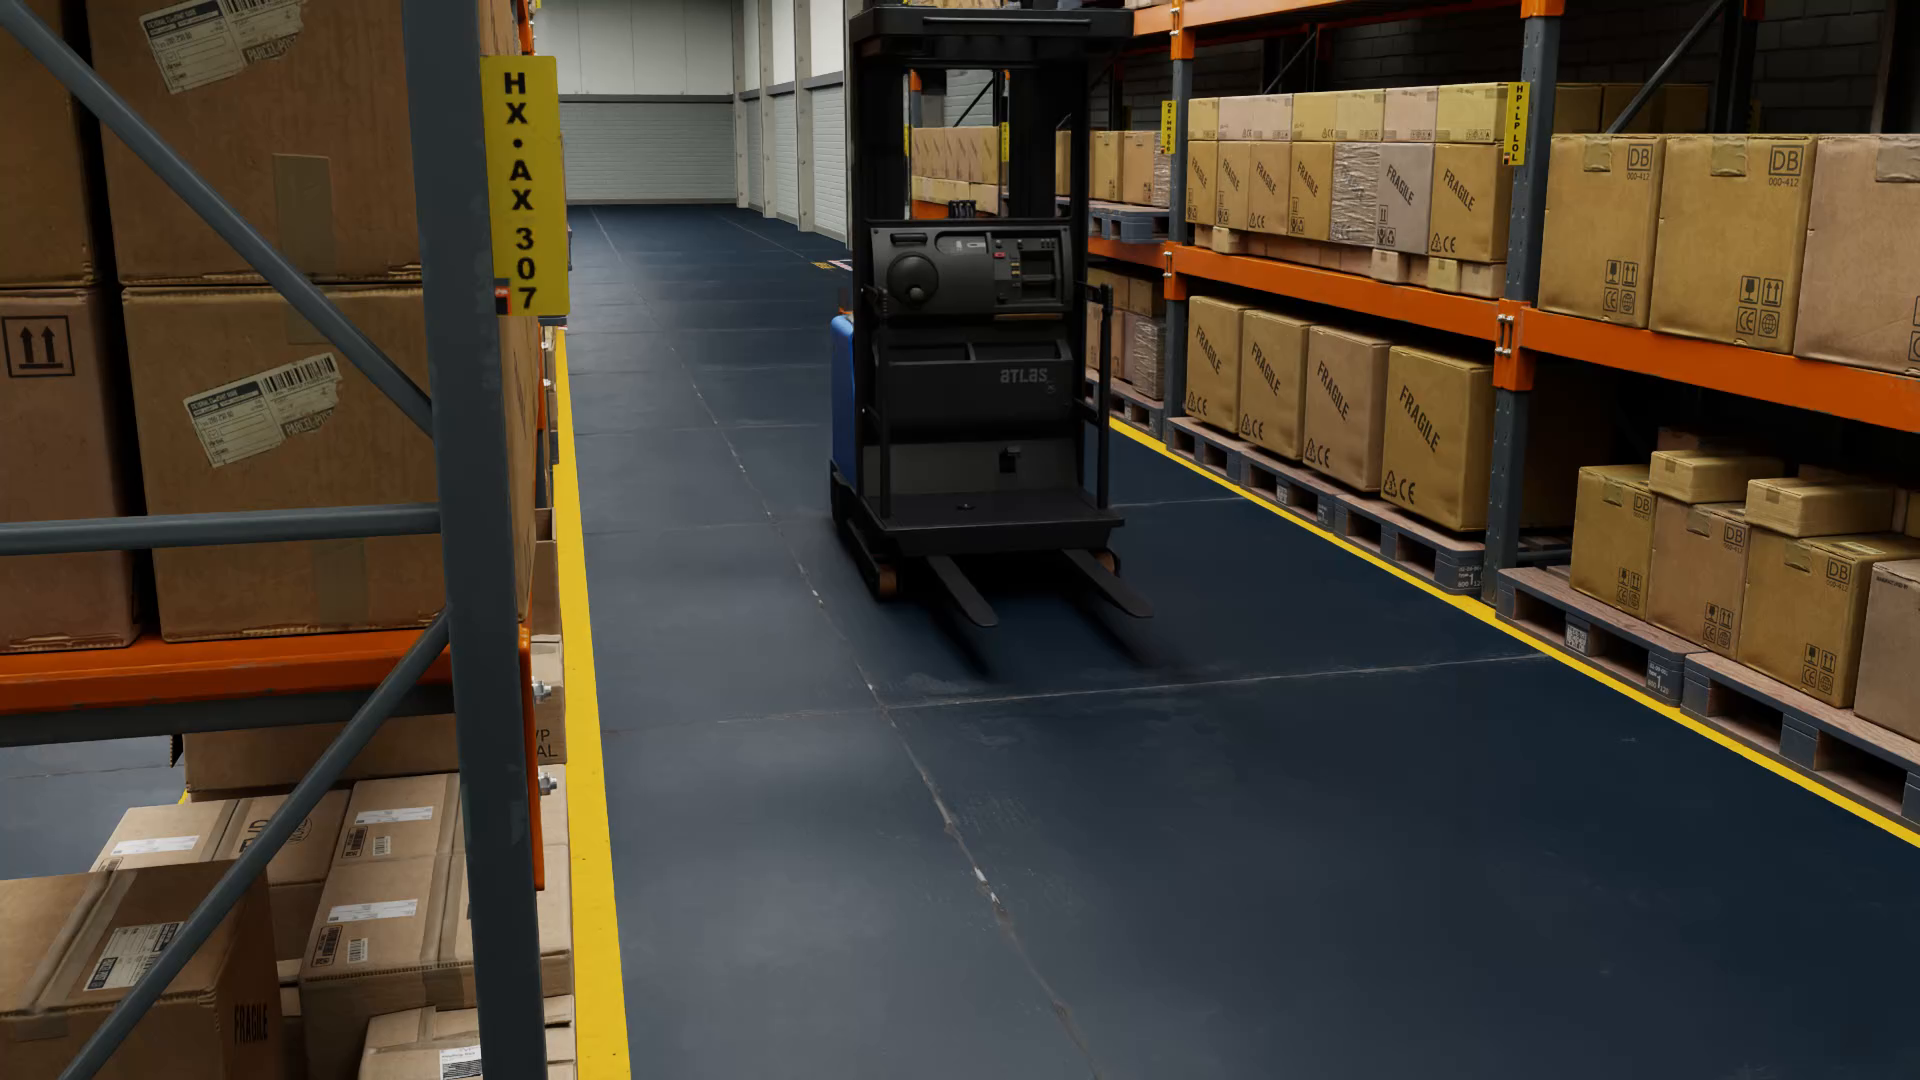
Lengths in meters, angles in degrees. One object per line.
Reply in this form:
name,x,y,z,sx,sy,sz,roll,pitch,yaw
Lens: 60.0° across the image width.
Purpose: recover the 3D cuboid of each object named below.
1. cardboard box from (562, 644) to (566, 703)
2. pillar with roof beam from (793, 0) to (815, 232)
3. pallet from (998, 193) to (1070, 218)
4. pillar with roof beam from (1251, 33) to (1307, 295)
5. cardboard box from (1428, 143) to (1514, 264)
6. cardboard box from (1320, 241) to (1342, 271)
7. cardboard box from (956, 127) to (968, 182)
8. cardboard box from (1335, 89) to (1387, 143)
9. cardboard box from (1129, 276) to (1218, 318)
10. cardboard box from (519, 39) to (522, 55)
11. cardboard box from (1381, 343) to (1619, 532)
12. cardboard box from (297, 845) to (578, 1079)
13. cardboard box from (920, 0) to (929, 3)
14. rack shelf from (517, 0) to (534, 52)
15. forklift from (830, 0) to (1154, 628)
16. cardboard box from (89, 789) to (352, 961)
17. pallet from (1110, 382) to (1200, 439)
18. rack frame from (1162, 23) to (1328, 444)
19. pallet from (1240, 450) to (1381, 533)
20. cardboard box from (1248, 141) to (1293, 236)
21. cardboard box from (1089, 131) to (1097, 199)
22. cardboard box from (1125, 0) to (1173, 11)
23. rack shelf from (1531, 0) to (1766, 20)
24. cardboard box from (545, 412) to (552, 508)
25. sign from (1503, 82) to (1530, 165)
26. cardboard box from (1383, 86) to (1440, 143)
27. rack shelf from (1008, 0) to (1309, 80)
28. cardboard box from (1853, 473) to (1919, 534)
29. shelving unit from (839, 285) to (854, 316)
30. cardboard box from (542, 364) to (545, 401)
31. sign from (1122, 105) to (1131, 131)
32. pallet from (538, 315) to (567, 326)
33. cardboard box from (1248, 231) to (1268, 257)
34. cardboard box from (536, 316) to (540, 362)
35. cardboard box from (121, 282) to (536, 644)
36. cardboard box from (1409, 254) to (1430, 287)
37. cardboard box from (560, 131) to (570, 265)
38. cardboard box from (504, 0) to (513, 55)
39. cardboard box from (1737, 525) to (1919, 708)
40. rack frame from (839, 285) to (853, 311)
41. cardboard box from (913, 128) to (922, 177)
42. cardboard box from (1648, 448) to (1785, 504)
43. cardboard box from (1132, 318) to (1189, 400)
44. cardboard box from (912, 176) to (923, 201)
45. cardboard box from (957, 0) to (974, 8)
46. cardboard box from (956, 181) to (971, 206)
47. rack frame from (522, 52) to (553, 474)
cardboard box,-1.470,0.448,5.354,0.380,0.149,0.250,-3,14,-13
pillar with roof beam,-7.436,-10.681,33.186,9.100,9.000,0.400,-3,14,-13
pallet,0.948,-2.767,13.838,1.003,0.211,1.213,-3,14,-13
pillar with roof beam,-1.800,-5.144,10.523,9.100,9.000,0.400,-3,14,-13
cardboard box,2.435,-1.495,7.344,0.500,0.500,0.500,-4,14,-14
cardboard box,2.127,-1.507,8.761,0.380,0.149,0.250,-3,14,-11
cardboard box,0.268,-3.669,15.820,0.500,0.500,0.500,-4,14,-15
cardboard box,2.200,-2.096,8.226,0.500,0.250,0.500,-3,14,-12
cardboard box,1.557,-1.784,12.169,0.500,0.250,0.500,-3,14,-12
cardboard box,-1.655,-1.354,5.333,0.500,0.500,0.500,-3,14,-13
cardboard box,2.510,-0.502,7.805,0.750,0.750,0.750,-3,14,-13
cardboard box,-1.056,0.866,3.429,0.500,0.250,0.500,-3,14,-13
cardboard box,-0.106,-5.748,16.953,0.500,0.500,0.500,-3,14,-14
rack shelf,-2.495,-2.491,7.500,1.077,0.370,4.000,-3,14,-13
forklift,0.103,-1.255,7.389,1.130,2.935,3.031,-3,14,-11
cardboard box,-1.647,0.790,3.740,0.500,0.250,0.500,-3,14,-13
pallet,1.667,-0.948,11.862,1.003,0.211,1.213,-3,14,-13
rack frame,1.849,-2.122,10.793,1.000,3.000,0.127,-3,14,-13
pallet,2.244,-0.300,9.212,1.003,0.211,1.213,-3,14,-13
cardboard box,1.944,-1.963,9.261,0.500,0.500,0.500,-3,14,-13
cardboard box,1.306,-2.908,12.873,0.700,0.500,0.500,-1,14,-5
cardboard box,1.418,-3.697,11.063,0.500,0.311,0.500,-3,14,-13
rack shelf,3.258,-1.846,4.856,1.077,0.370,4.000,-3,14,-13
cardboard box,-2.267,-0.402,8.091,0.500,0.500,0.500,-4,14,-15
sign,2.264,-1.691,6.755,0.100,0.325,0.005,-3,14,-13
cardboard box,2.320,-1.978,7.745,0.500,0.250,0.500,-3,14,-12
rack shelf,1.380,-3.691,12.411,1.077,0.370,4.000,-3,14,-13
cardboard box,3.270,-0.130,5.654,0.380,0.149,0.250,-3,14,-13
shelving unit,-0.347,-0.861,9.581,0.538,1.125,1.048,-4,14,-14
cardboard box,-2.255,-0.758,7.968,0.500,0.250,0.500,-4,14,-14
sign,1.449,-3.639,14.562,0.100,0.325,0.005,-3,14,-13
pallet,-2.107,-1.019,6.684,1.003,0.211,1.213,-3,14,-13
cardboard box,1.911,-1.745,9.737,0.380,0.149,0.250,-3,14,-14
cardboard box,-1.536,-0.751,4.970,0.500,0.500,0.500,-3,14,-12
cardboard box,-0.934,-0.165,2.572,0.500,0.500,0.500,-3,14,-12
cardboard box,2.335,-1.268,7.785,0.380,0.149,0.250,-3,14,-11
cardboard box,-1.919,-1.297,6.319,0.700,0.500,0.500,-9,16,-32
cardboard box,-1.177,-0.887,3.419,0.500,0.500,0.500,-3,14,-12
cardboard box,3.098,0.224,5.573,0.700,0.500,0.500,-3,14,-12
rack frame,-0.476,-0.978,10.059,0.500,1.125,0.032,-4,14,-14
cardboard box,-0.210,-4.142,17.754,0.500,0.500,0.500,-3,14,-13
cardboard box,2.768,-0.237,6.091,0.380,0.149,0.250,-3,14,-11
cardboard box,1.629,-1.285,11.705,0.700,0.500,0.500,-3,14,-12
cardboard box,-0.224,-3.774,17.829,0.500,0.250,0.500,-4,14,-15
cardboard box,0.278,-4.906,15.615,0.500,0.500,0.500,-4,14,-15
cardboard box,0.262,-3.305,15.907,0.500,0.250,0.500,-3,14,-13
rack frame,-2.965,-1.845,9.659,1.000,3.000,0.127,-3,14,-13
